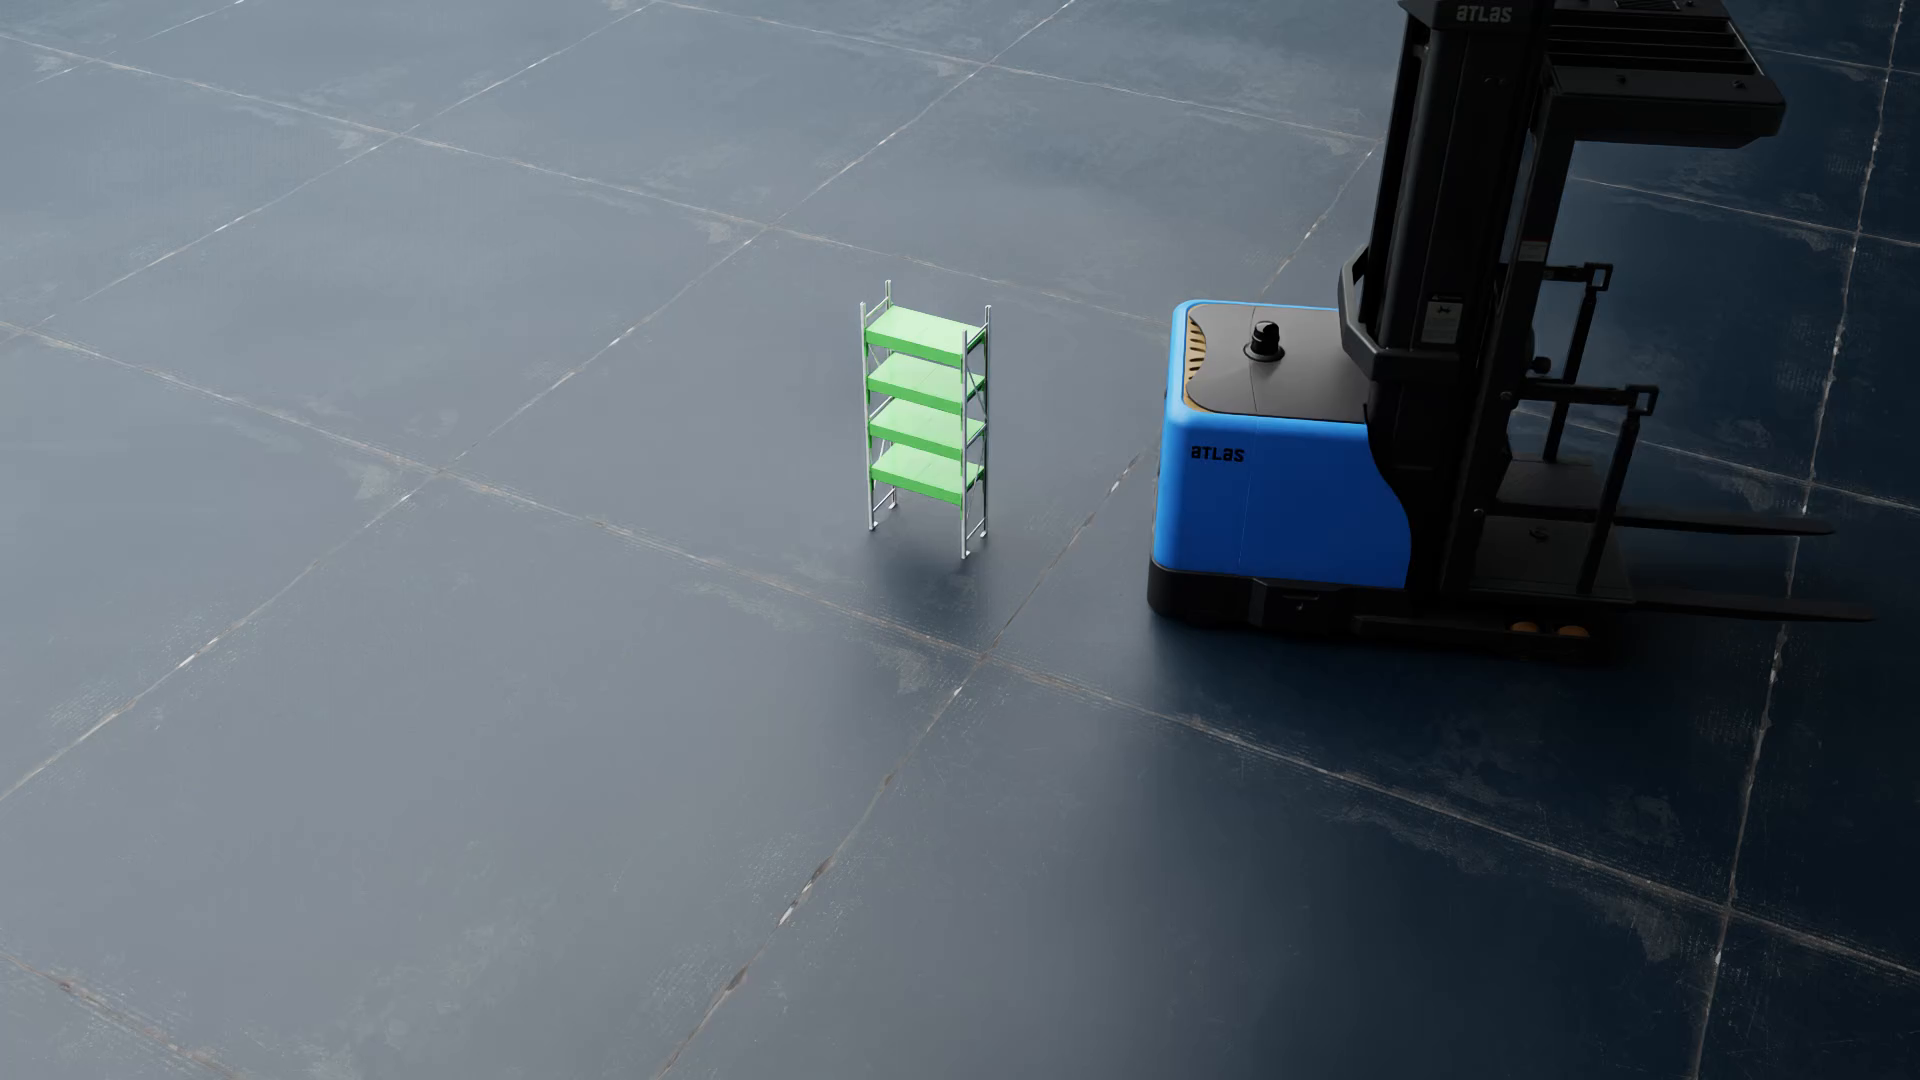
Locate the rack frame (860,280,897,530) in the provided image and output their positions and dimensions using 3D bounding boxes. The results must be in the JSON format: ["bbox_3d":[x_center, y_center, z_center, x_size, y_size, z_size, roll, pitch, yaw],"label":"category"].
[{"bbox_3d":[-0.364,-0.592,7.537,0.015,1.200,0.240,17,41,21],"label":"rack frame"}]

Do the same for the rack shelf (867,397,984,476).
[{"bbox_3d":[-0.147,-0.473,7.487,0.480,0.148,0.258,17,41,21],"label":"rack shelf"}]

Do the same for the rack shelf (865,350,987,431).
[{"bbox_3d":[-0.147,-0.664,7.341,0.480,0.148,0.258,17,41,21],"label":"rack shelf"}]

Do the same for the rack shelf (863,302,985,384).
[{"bbox_3d":[-0.147,-0.855,7.196,0.480,0.148,0.258,17,41,21],"label":"rack shelf"}]

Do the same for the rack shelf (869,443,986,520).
[{"bbox_3d":[-0.147,-0.282,7.632,0.480,0.148,0.258,17,41,21],"label":"rack shelf"}]

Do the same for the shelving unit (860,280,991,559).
[{"bbox_3d":[-0.147,-0.524,7.448,0.503,1.200,0.258,17,41,21],"label":"shelving unit"}]

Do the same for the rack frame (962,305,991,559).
[{"bbox_3d":[0.070,-0.456,7.358,0.015,1.200,0.240,17,41,21],"label":"rack frame"}]

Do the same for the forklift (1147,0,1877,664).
[{"bbox_3d":[2.378,-0.984,6.622,3.031,2.935,1.130,5,37,6],"label":"forklift"}]
